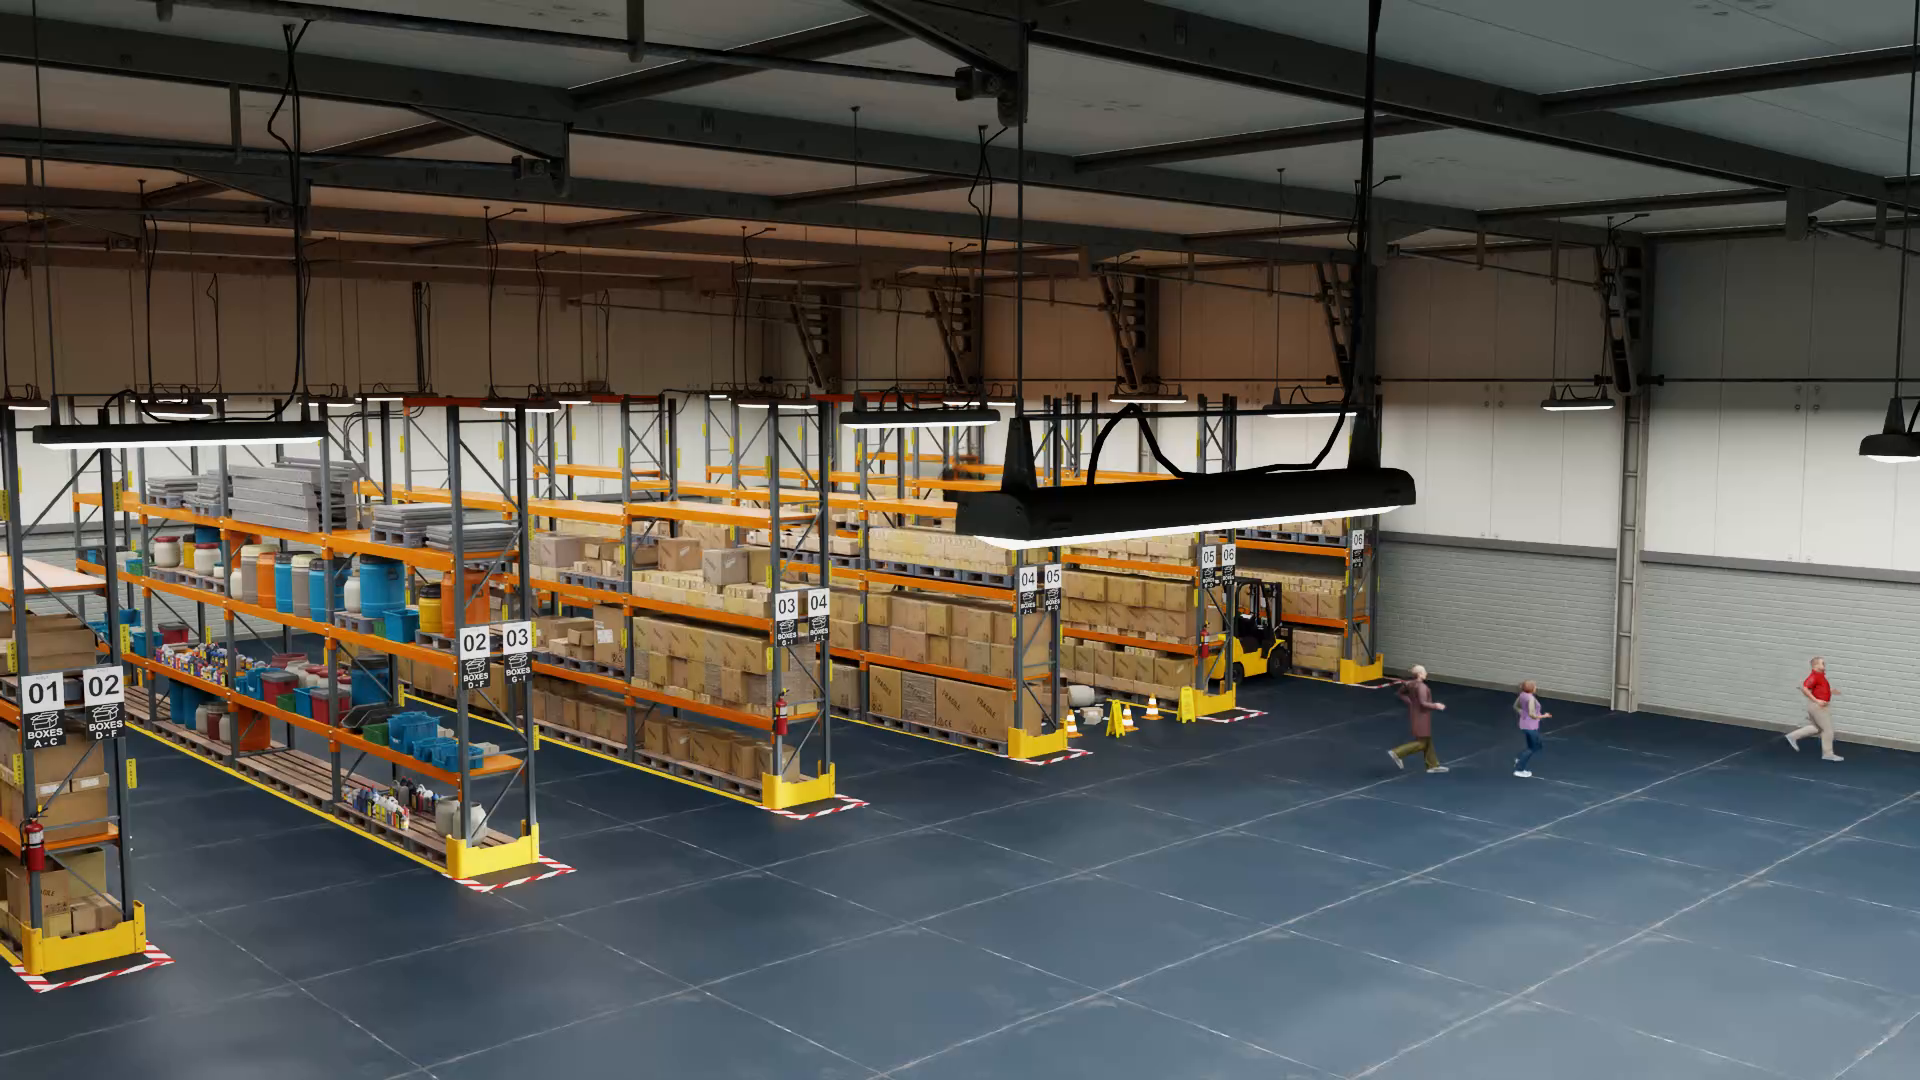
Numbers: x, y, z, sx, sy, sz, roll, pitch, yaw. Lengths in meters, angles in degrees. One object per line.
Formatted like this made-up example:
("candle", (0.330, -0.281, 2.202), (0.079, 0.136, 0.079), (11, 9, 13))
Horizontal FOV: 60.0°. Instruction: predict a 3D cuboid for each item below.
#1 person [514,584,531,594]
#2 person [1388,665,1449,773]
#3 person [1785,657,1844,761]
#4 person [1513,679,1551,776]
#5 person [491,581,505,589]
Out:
("person", (-10.661, 1.599, 40.385), (0.671, 1.739, 0.676), (3, 6, 27))
("person", (7.332, 2.914, 26.564), (1.031, 1.669, 0.712), (0, 6, -4))
("person", (14.279, 2.799, 27.737), (0.907, 1.696, 0.676), (3, 6, 30))
("person", (9.104, 2.985, 26.455), (0.555, 1.559, 0.522), (0, 6, 3))
("person", (-11.222, 1.647, 39.886), (0.569, 1.681, 0.741), (-5, 7, -41))
